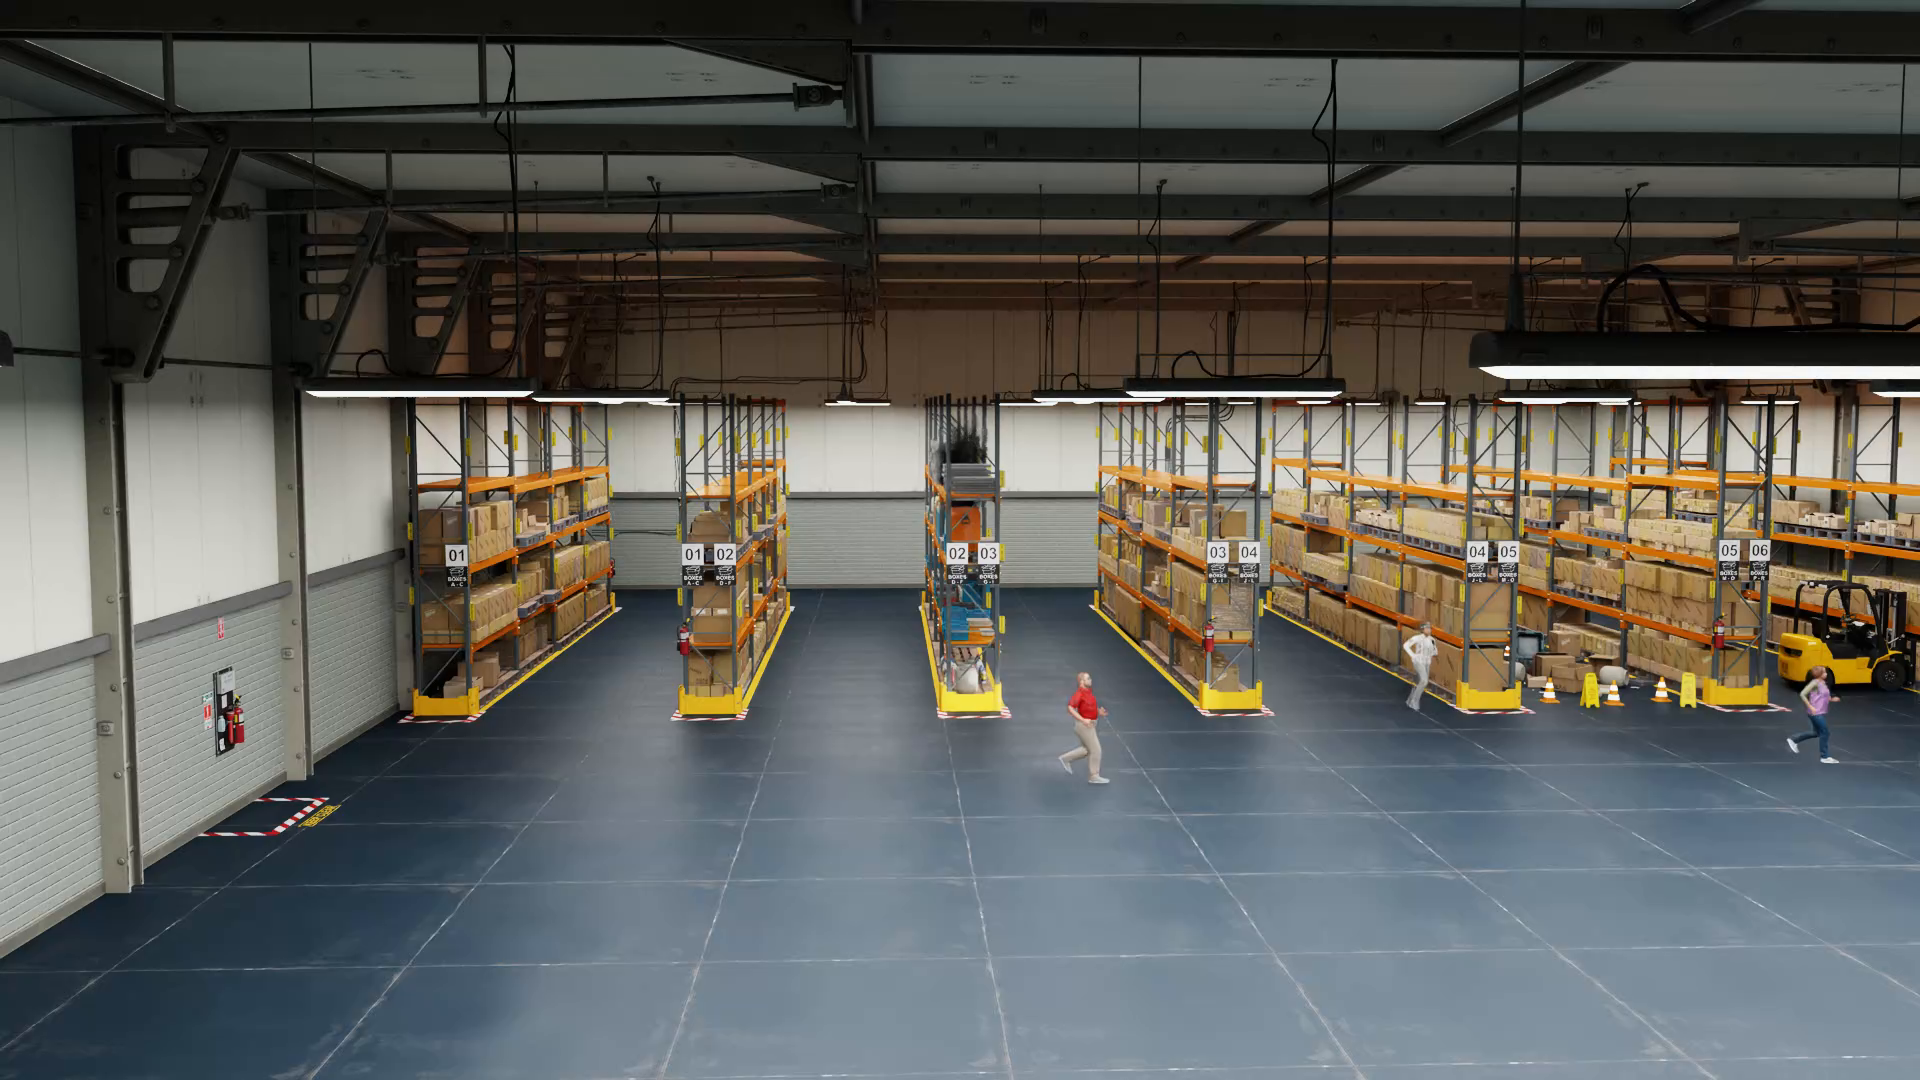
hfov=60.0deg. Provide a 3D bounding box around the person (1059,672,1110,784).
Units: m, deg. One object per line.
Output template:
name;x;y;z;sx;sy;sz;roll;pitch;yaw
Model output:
person;1.893;2.866;25.457;0.830;1.688;0.675;1;5;18

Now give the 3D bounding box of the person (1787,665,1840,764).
person;13.783;2.800;26.860;0.804;1.576;0.493;4;6;43

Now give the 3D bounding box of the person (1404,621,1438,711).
person;8.844;2.387;31.761;0.609;1.699;0.593;-2;5;-26
